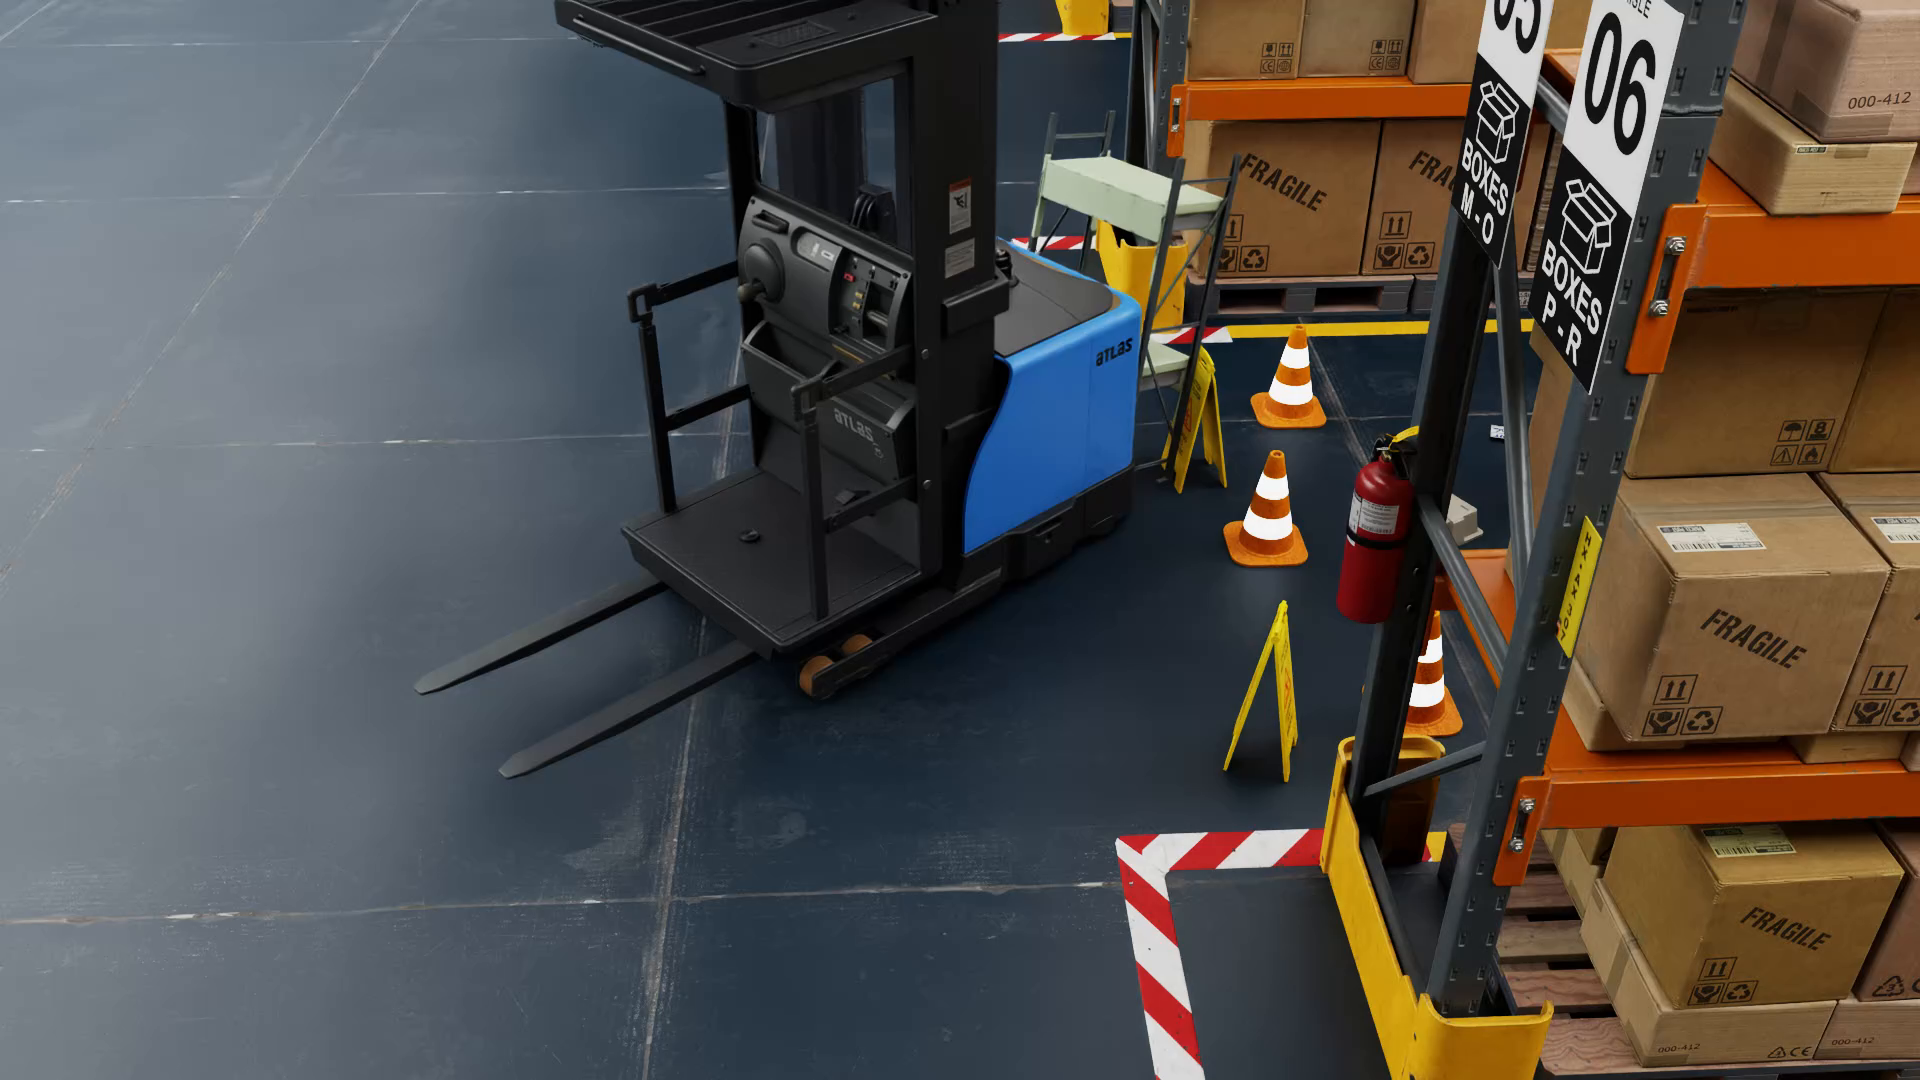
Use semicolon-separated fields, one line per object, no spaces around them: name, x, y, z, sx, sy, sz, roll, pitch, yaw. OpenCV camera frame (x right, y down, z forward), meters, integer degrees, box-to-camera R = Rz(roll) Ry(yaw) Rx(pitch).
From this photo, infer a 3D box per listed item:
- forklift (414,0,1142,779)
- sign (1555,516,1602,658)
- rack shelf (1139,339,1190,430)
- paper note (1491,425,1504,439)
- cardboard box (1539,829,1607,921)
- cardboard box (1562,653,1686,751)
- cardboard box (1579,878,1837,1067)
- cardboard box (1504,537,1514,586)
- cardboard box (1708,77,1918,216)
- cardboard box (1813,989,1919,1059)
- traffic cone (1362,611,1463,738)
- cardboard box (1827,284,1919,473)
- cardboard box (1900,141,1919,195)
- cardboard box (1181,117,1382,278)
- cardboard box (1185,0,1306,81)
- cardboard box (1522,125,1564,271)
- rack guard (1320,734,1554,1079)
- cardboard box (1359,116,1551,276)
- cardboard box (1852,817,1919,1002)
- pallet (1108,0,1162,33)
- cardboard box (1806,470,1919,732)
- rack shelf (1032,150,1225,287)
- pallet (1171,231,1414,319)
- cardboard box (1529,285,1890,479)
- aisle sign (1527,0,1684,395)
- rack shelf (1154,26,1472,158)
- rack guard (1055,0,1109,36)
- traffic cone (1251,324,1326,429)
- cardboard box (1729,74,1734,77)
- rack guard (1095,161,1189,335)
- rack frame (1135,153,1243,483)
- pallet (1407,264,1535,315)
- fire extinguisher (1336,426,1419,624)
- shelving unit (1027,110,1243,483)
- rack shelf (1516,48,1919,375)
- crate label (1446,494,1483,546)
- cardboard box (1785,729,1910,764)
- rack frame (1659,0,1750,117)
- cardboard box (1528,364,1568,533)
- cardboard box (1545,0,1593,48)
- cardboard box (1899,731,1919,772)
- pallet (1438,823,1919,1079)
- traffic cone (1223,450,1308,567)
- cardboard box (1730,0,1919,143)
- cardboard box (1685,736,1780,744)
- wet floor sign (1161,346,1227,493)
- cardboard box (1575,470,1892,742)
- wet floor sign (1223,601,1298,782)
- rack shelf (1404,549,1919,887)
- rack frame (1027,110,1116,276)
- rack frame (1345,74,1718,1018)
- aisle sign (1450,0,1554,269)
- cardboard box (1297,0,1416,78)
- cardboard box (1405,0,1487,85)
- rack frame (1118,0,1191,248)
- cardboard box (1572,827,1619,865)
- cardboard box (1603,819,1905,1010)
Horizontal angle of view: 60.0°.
forklift;-0.663;-0.930;6.019;3.031;2.935;1.130;-28;43;-34
sign;1.373;0.106;3.701;0.005;0.325;0.100;-2;35;-2
rack shelf;0.630;-0.767;7.518;0.431;0.370;0.720;-15;34;-41
paper note;2.617;-0.512;7.965;0.142;0.017;0.144;10;36;14
cardboard box;2.166;0.936;5.309;0.500;0.250;0.500;-2;35;-2
cardboard box;1.697;0.365;4.307;0.250;0.149;0.380;-1;35;-2
cardboard box;2.166;1.247;4.860;0.500;0.250;0.500;-2;35;-3
cardboard box;1.711;0.125;4.654;0.250;0.149;0.380;0;35;-1
cardboard box;1.694;-0.801;3.357;0.250;0.149;0.380;-2;35;-2
cardboard box;2.677;1.237;4.874;0.500;0.250;0.500;0;35;-1
traffic cone;1.716;0.452;6.191;0.334;0.463;0.336;-2;35;-2
cardboard box;2.353;-0.569;4.208;0.500;0.500;0.700;-1;35;-2
cardboard box;1.952;-0.859;3.441;0.250;0.149;0.380;-3;35;-4
cardboard box;1.687;-2.013;9.020;0.875;0.875;0.875;-1;35;-2
cardboard box;1.381;-2.755;8.464;0.550;0.550;0.875;-2;35;-2
cardboard box;3.476;-2.061;9.090;0.875;0.875;0.875;-1;35;-2
rack guard;1.423;1.179;5.107;0.348;0.500;1.175;-2;35;-2
cardboard box;2.565;-2.038;9.056;0.875;0.875;0.875;-2;35;-3
cardboard box;2.712;0.921;4.672;0.500;0.500;0.500;-3;35;-4
pallet;1.768;-4.337;13.332;1.213;0.211;1.003;-2;35;-2
cardboard box;2.351;0.119;4.093;0.500;0.500;0.500;-1;35;-1
rack shelf;0.733;-1.406;7.212;0.431;0.370;0.720;-15;34;-41
pallet;1.807;-1.577;9.344;1.213;0.211;1.003;-2;35;-2
cardboard box;1.848;-0.559;4.194;0.500;0.500;0.700;-2;35;-3
aisle sign;1.300;-0.738;3.396;0.004;0.787;0.394;-2;35;-2
rack shelf;3.010;-2.416;8.737;4.000;0.370;1.077;-2;35;-2
rack guard;0.954;-4.454;13.247;0.348;0.500;1.175;-2;35;-2
traffic cone;1.610;-0.822;8.031;0.334;0.463;0.336;-2;35;-2
cardboard box;1.691;-1.145;3.854;0.250;0.149;0.380;-1;35;-2
rack guard;0.988;-1.629;9.165;0.348;0.500;1.175;-2;35;-2
rack frame;0.920;-0.908;7.150;0.400;1.500;0.023;-15;34;-41
pallet;3.023;-1.608;9.389;1.213;0.211;1.003;-2;35;-2
fire extinguisher;1.211;-0.074;4.789;0.183;0.674;0.296;-2;35;-2
shelving unit;0.677;-1.058;7.379;0.431;1.500;0.755;-15;34;-41
rack shelf;3.345;-0.838;3.822;4.000;0.370;1.077;-2;35;-2
crate label;2.106;-0.093;7.264;0.298;0.136;0.250;-20;39;-26
cardboard box;2.217;0.389;4.273;0.250;0.149;0.380;-3;35;-4
rack frame;1.348;-2.314;2.686;0.127;3.000;1.000;-2;35;-2
cardboard box;1.877;-0.181;4.527;0.500;0.500;0.500;-2;35;-3
cardboard box;3.022;-2.764;8.476;0.500;0.550;0.875;-2;35;-2
cardboard box;2.473;0.408;4.245;0.250;0.149;0.380;-1;35;-1
pallet;2.237;1.296;5.192;1.213;0.211;1.003;-2;35;-2
traffic cone;1.324;-0.170;7.089;0.334;0.463;0.336;-2;35;-2
cardboard box;1.862;-1.003;3.298;0.500;0.250;0.500;-2;35;-3
cardboard box;1.948;0.350;4.329;0.250;0.149;0.380;-1;35;-2
wet floor sign;1.077;-0.563;7.497;0.232;0.644;0.267;-7;35;-10
cardboard box;1.834;0.135;4.070;0.500;0.500;0.500;-2;35;-3
wet floor sign;1.107;0.518;5.934;0.232;0.644;0.267;10;36;14
rack shelf;3.345;0.395;4.675;4.000;0.370;1.077;-2;35;-2
rack frame;0.433;-1.207;7.608;0.400;1.500;0.023;-15;34;-41
rack frame;1.348;0.153;4.393;0.127;3.000;1.000;-2;35;-2
aisle sign;1.272;-1.079;3.889;0.004;0.787;0.394;-2;35;-2
cardboard box;1.929;-2.782;8.503;0.550;0.550;0.875;-2;35;-2
cardboard box;2.494;-2.726;8.422;0.550;0.550;0.875;-2;35;-2
rack frame;1.012;-2.658;8.455;0.127;3.000;1.000;-2;35;-2
cardboard box;2.136;0.633;5.088;0.500;0.500;0.500;-1;35;-2
cardboard box;2.190;0.937;4.648;0.500;0.500;0.500;-3;35;-4
